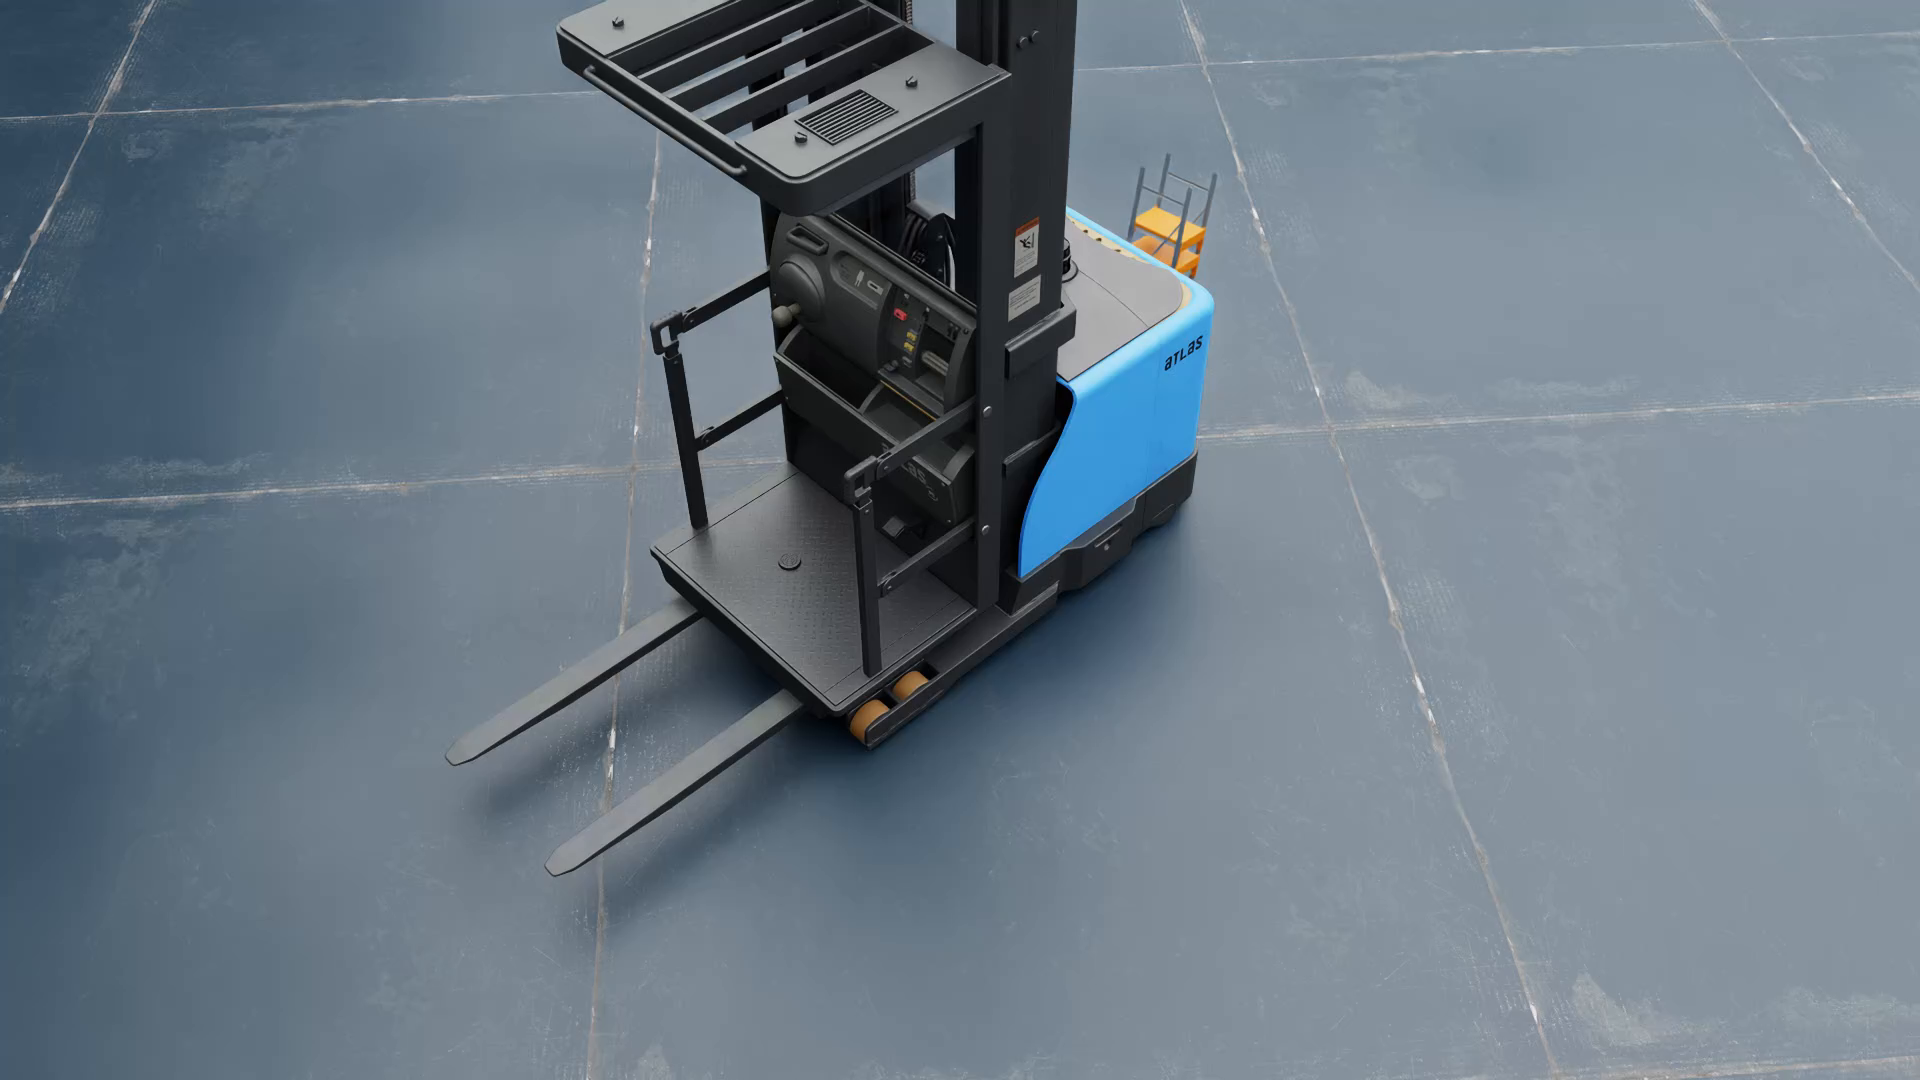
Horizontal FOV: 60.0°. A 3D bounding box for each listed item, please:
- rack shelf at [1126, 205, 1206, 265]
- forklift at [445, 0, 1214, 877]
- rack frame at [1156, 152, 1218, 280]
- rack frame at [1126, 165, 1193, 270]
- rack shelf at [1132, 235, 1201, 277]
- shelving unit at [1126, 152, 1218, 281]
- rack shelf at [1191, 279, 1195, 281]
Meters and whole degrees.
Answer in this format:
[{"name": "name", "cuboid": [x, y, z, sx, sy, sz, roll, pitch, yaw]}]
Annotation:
[{"name": "rack shelf", "cuboid": [0.823, -1.219, 6.639, 0.258, 0.103, 0.180, 31, 44, 26]}, {"name": "forklift", "cuboid": [-0.455, -0.693, 5.388, 3.031, 2.935, 1.130, -35, 56, -28]}, {"name": "rack frame", "cuboid": [0.847, -1.016, 6.896, 0.240, 1.200, 0.006, 31, 44, 26]}, {"name": "rack frame", "cuboid": [0.732, -0.936, 6.778, 0.240, 1.200, 0.006, 31, 44, 26]}, {"name": "rack shelf", "cuboid": [0.810, -1.127, 6.714, 0.258, 0.103, 0.180, 31, 44, 26]}, {"name": "shelving unit", "cuboid": [0.789, -0.976, 6.837, 0.258, 1.200, 0.189, 31, 44, 26]}, {"name": "rack shelf", "cuboid": [0.797, -1.034, 6.790, 0.258, 0.103, 0.180, 31, 44, 26]}]
